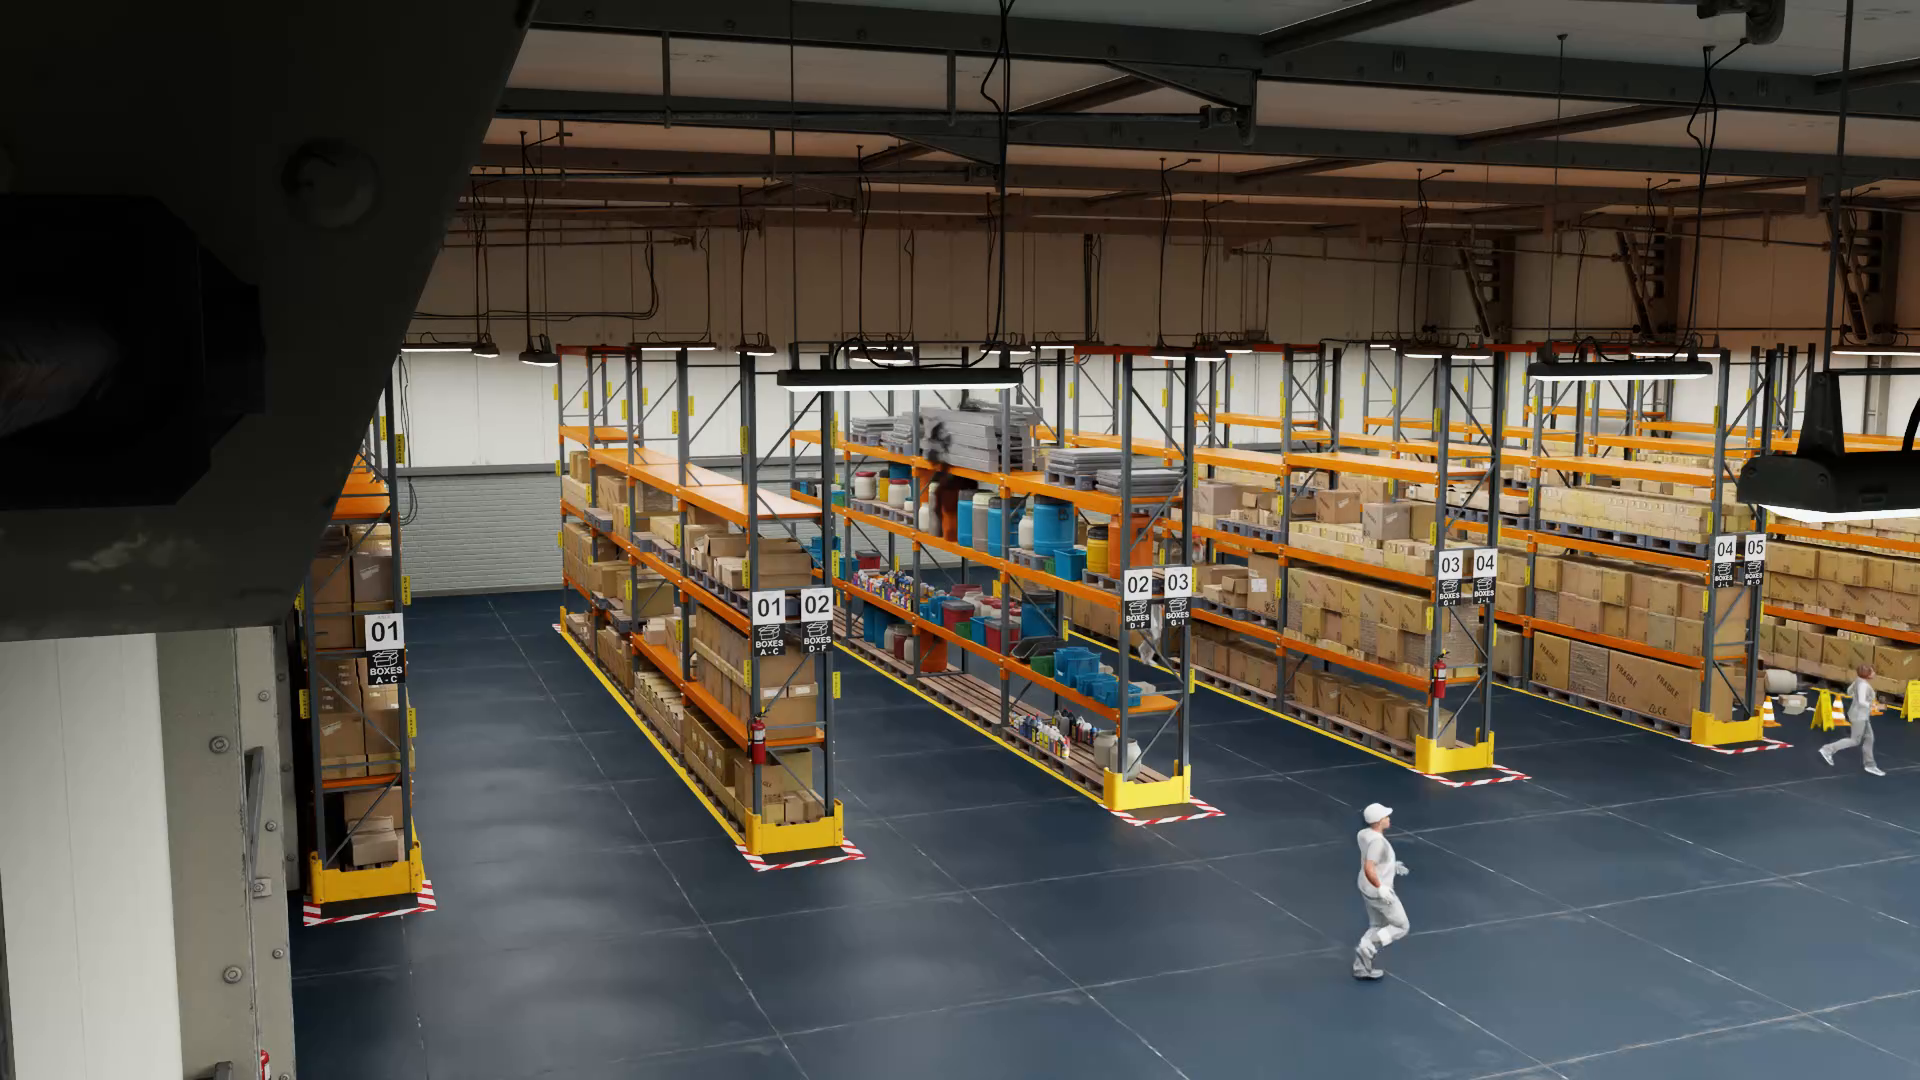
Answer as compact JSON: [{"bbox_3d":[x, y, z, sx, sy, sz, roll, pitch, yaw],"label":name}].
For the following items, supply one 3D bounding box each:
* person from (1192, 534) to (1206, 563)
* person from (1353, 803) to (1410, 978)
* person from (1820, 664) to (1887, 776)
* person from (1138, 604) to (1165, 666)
[{"bbox_3d":[5.283,0.693,37.576,0.659,1.773,1.137,-2,8,-18],"label":"person"},{"bbox_3d":[4.113,3.415,16.188,0.578,1.741,0.653,-1,7,-5],"label":"person"},{"bbox_3d":[12.776,2.543,23.727,0.859,1.598,0.550,3,8,25],"label":"person"},{"bbox_3d":[3.447,1.436,29.780,0.714,1.662,0.611,-5,9,-32],"label":"person"}]
